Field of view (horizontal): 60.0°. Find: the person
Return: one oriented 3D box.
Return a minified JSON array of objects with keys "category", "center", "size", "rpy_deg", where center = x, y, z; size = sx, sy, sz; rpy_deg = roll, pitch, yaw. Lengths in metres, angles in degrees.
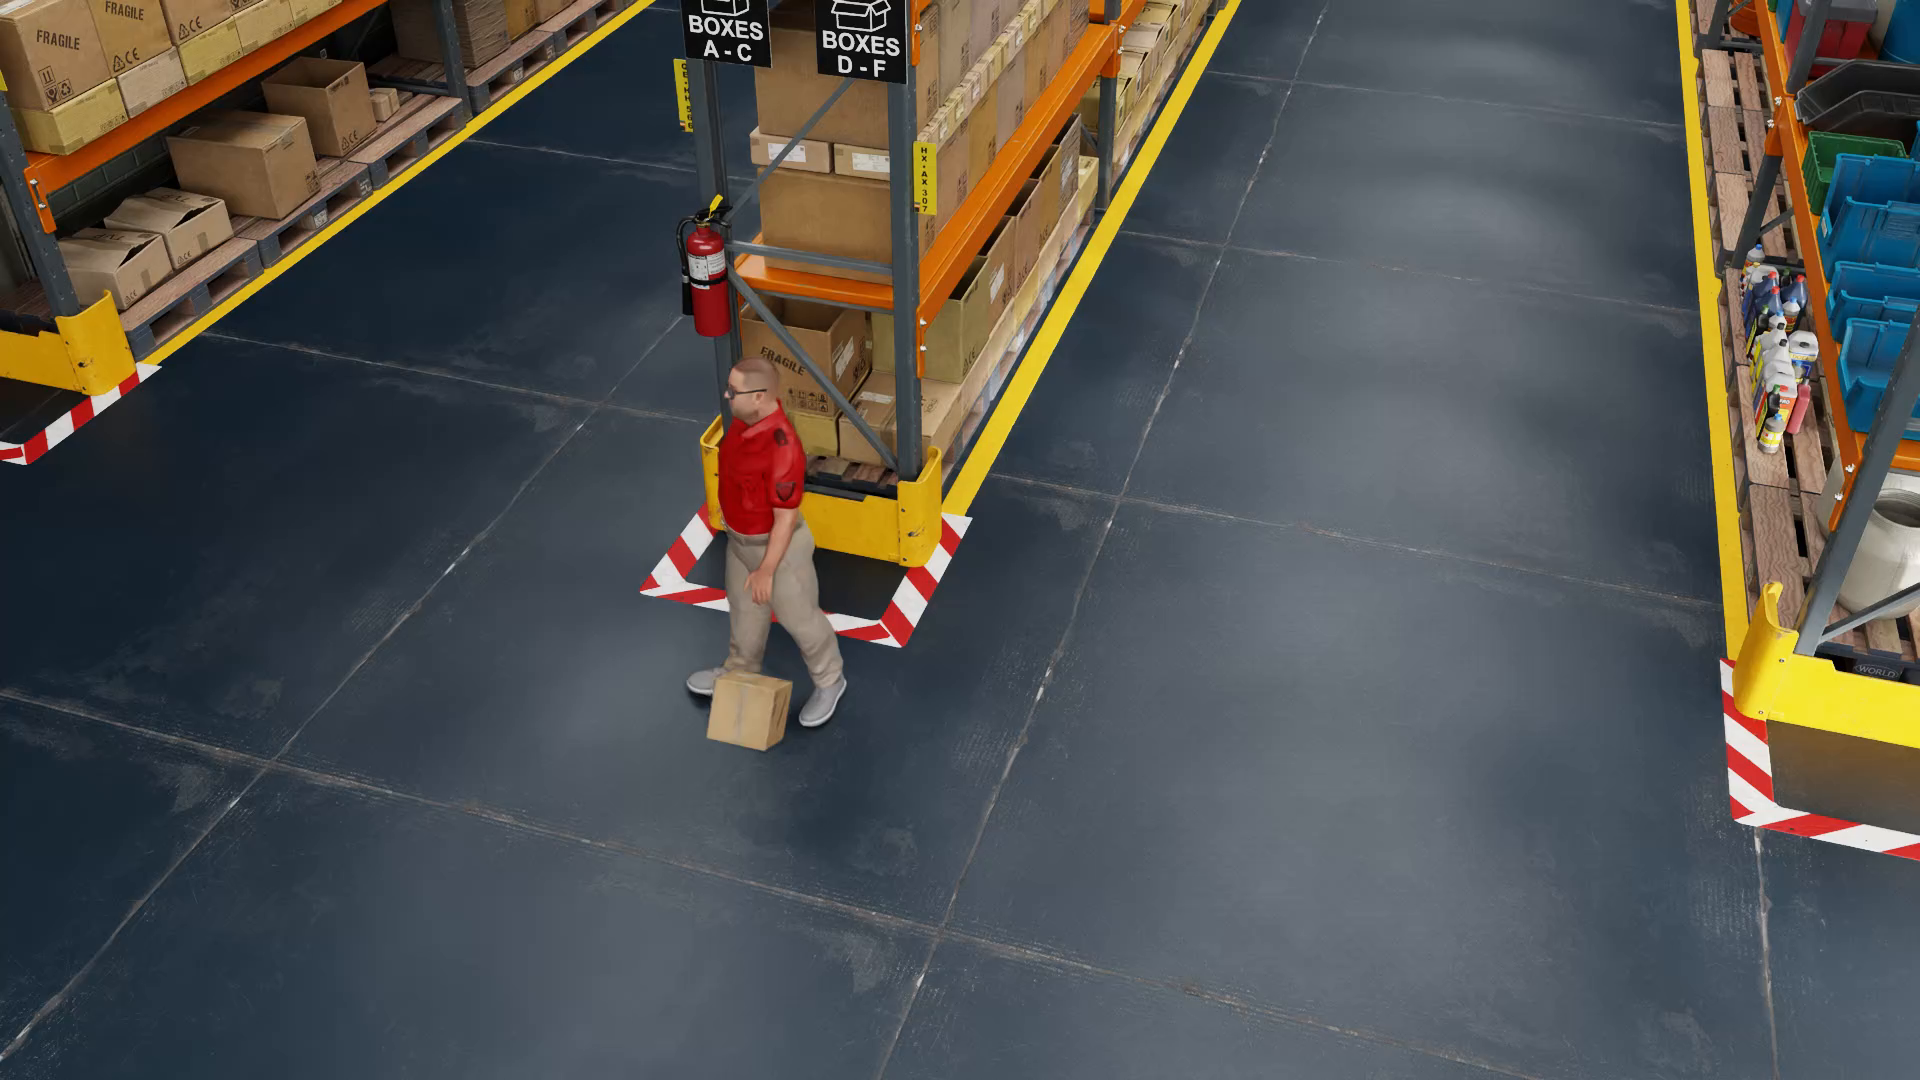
[{"category":"person","center":[-0.854,-0.010,6.907],"size":[0.646,1.717,0.664],"rpy_deg":[-16,40,-20]}]
